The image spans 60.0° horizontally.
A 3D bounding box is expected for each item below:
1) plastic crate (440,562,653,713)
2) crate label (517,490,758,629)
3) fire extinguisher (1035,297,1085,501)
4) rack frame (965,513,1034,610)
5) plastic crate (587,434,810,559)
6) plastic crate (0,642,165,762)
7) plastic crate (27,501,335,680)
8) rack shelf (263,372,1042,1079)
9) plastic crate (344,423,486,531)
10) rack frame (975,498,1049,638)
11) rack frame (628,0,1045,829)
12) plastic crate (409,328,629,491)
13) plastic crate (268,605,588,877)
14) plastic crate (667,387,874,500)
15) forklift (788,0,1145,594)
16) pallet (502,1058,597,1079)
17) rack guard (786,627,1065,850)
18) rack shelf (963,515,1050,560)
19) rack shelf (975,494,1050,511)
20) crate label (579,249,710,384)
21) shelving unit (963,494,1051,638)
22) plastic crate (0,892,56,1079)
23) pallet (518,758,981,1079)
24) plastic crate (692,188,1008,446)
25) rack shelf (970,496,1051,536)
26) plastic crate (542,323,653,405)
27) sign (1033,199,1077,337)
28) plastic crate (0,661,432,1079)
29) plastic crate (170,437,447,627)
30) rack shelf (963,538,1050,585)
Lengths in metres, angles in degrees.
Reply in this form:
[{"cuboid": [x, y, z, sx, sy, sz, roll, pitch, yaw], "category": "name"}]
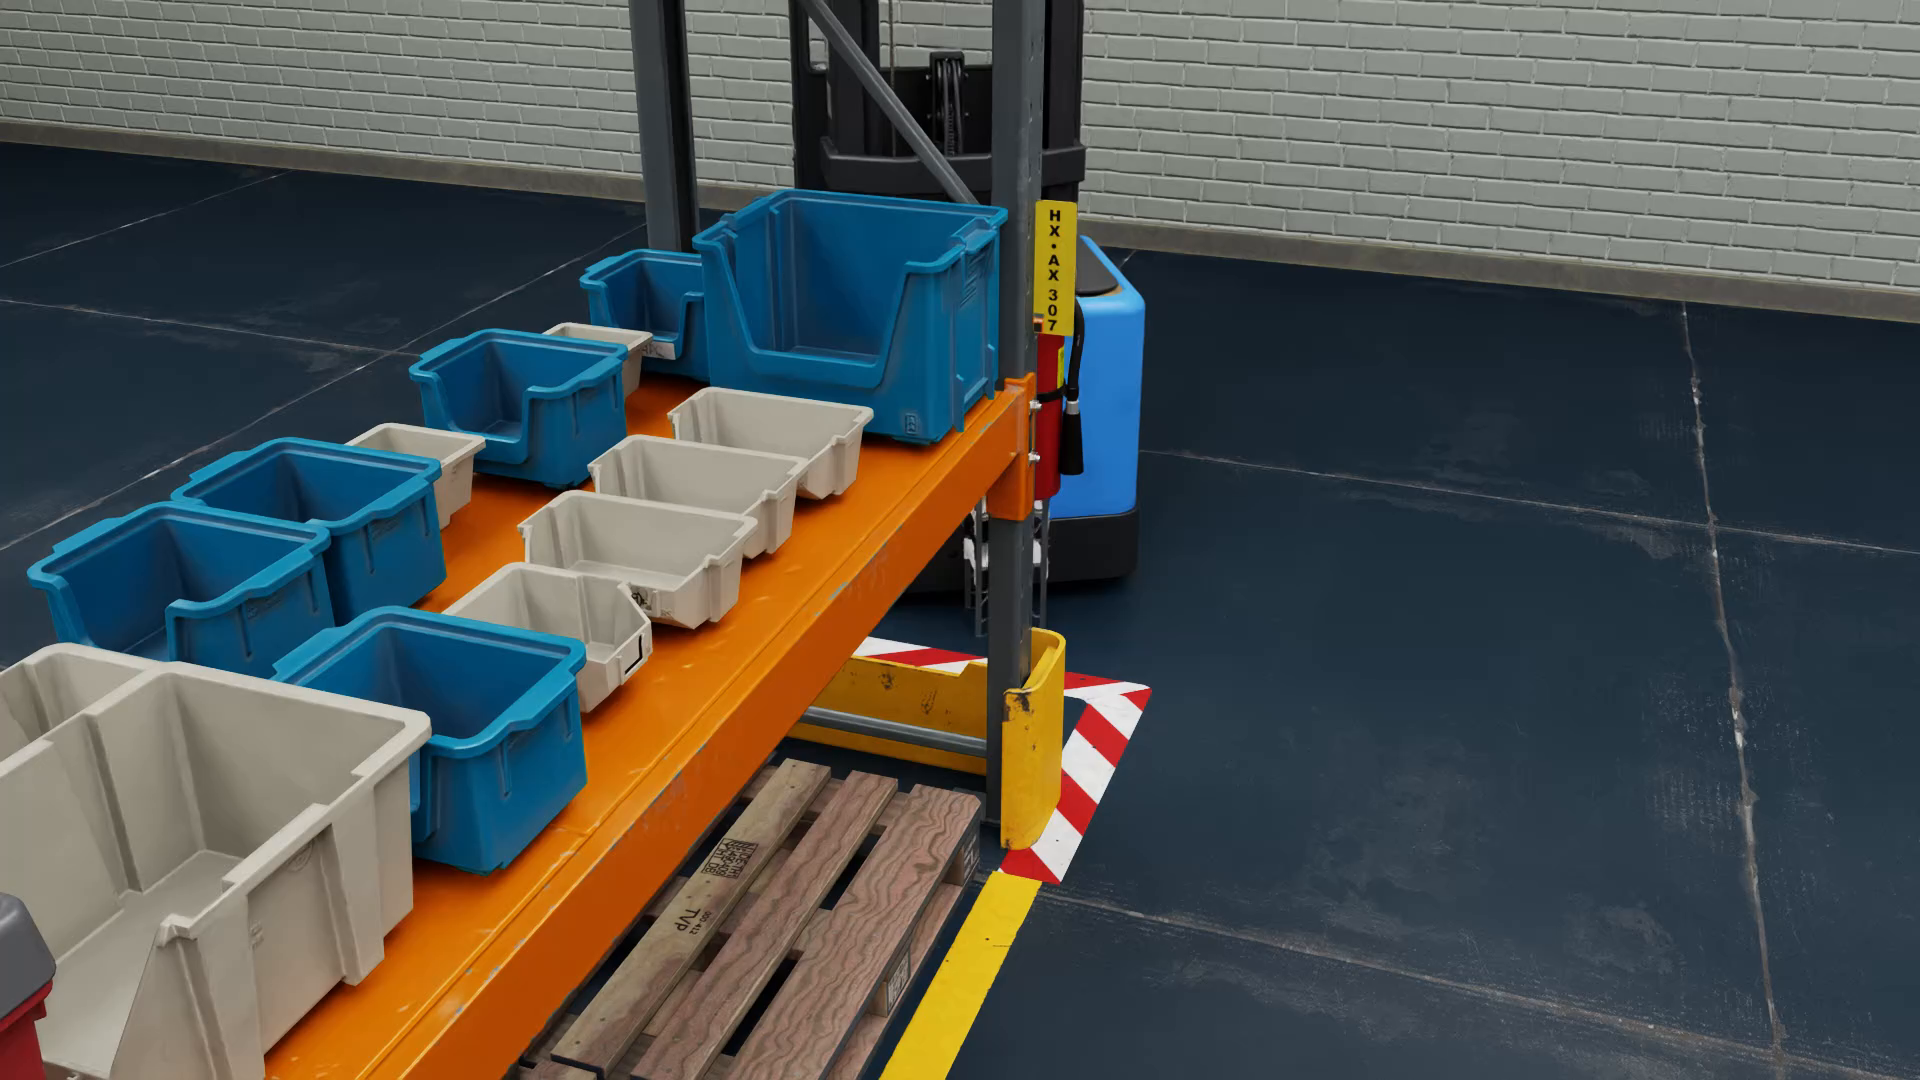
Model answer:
[{"cuboid": [-0.660, 0.168, 2.694, 0.298, 0.136, 0.250, 9, 27, 17], "category": "plastic crate"}, {"cuboid": [-0.579, 0.044, 2.951, 0.396, 0.136, 0.243, 9, 27, 17], "category": "crate label"}, {"cuboid": [0.180, -0.438, 4.228, 0.296, 0.674, 0.183, 9, 27, 17], "category": "fire extinguisher"}, {"cuboid": [0.136, -0.174, 5.577, 0.240, 0.900, 0.006, -4, 26, -9], "category": "rack frame"}, {"cuboid": [-0.509, -0.074, 3.195, 0.396, 0.136, 0.243, 9, 27, 17], "category": "plastic crate"}, {"cuboid": [-1.334, 0.332, 2.356, 0.293, 0.136, 0.466, 9, 27, 17], "category": "plastic crate"}, {"cuboid": [-1.229, 0.122, 2.678, 0.416, 0.233, 0.300, 9, 27, 17], "category": "plastic crate"}, {"cuboid": [-0.964, 0.502, 2.597, 1.077, 0.370, 4.000, 9, 27, 17], "category": "rack shelf"}, {"cuboid": [-1.102, -0.100, 3.248, 0.250, 0.136, 0.298, 9, 27, 17], "category": "plastic crate"}, {"cuboid": [0.170, -0.087, 5.396, 0.240, 0.900, 0.006, -4, 26, -9], "category": "rack frame"}, {"cuboid": [-0.299, -0.644, 4.138, 1.000, 3.000, 0.127, 9, 27, 17], "category": "rack frame"}, {"cuboid": [-0.910, -0.271, 3.492, 0.416, 0.233, 0.300, 9, 27, 17], "category": "plastic crate"}, {"cuboid": [-0.740, 0.285, 2.342, 0.416, 0.233, 0.300, 9, 27, 17], "category": "plastic crate"}, {"cuboid": [-0.399, -0.191, 3.436, 0.396, 0.136, 0.243, 9, 27, 17], "category": "plastic crate"}, {"cuboid": [-0.126, -1.742, 6.485, 1.130, 2.935, 3.031, -4, 26, -9], "category": "forklift"}, {"cuboid": [-1.017, 1.444, 3.025, 1.003, 0.211, 1.213, 9, 27, 17], "category": "pallet"}, {"cuboid": [-0.303, 0.469, 4.707, 1.175, 0.500, 0.348, 9, 27, 17], "category": "rack guard"}, {"cuboid": [0.153, -0.019, 5.540, 0.258, 0.077, 0.200, -4, 26, -9], "category": "rack shelf"}, {"cuboid": [0.153, -0.181, 5.462, 0.258, 0.077, 0.200, -4, 26, -9], "category": "rack shelf"}, {"cuboid": [-0.691, -0.542, 4.051, 0.416, 0.233, 0.303, 9, 27, 17], "category": "crate label"}, {"cuboid": [0.153, -0.130, 5.486, 0.258, 0.900, 0.210, -4, 26, -9], "category": "shelving unit"}, {"cuboid": [-1.096, 0.613, 1.399, 0.402, 0.464, 0.583, 9, 27, 17], "category": "plastic crate"}, {"cuboid": [-0.610, 0.944, 4.057, 1.003, 0.211, 1.213, 9, 27, 17], "category": "pallet"}, {"cuboid": [-0.234, -0.522, 3.777, 0.616, 0.435, 0.499, 9, 27, 17], "category": "plastic crate"}, {"cuboid": [0.153, -0.100, 5.501, 0.258, 0.077, 0.200, -4, 26, -9], "category": "rack shelf"}, {"cuboid": [-0.876, -0.379, 3.824, 0.250, 0.136, 0.298, 9, 27, 17], "category": "plastic crate"}, {"cuboid": [0.225, -0.644, 3.952, 0.100, 0.325, 0.005, 9, 27, 17], "category": "sign"}, {"cuboid": [-0.948, 0.425, 1.997, 0.437, 0.282, 0.530, 9, 27, 17], "category": "plastic crate"}, {"cuboid": [-1.130, -0.001, 2.933, 0.416, 0.233, 0.300, 9, 27, 17], "category": "plastic crate"}, {"cuboid": [0.153, 0.062, 5.579, 0.258, 0.077, 0.200, -4, 26, -9], "category": "rack shelf"}]
